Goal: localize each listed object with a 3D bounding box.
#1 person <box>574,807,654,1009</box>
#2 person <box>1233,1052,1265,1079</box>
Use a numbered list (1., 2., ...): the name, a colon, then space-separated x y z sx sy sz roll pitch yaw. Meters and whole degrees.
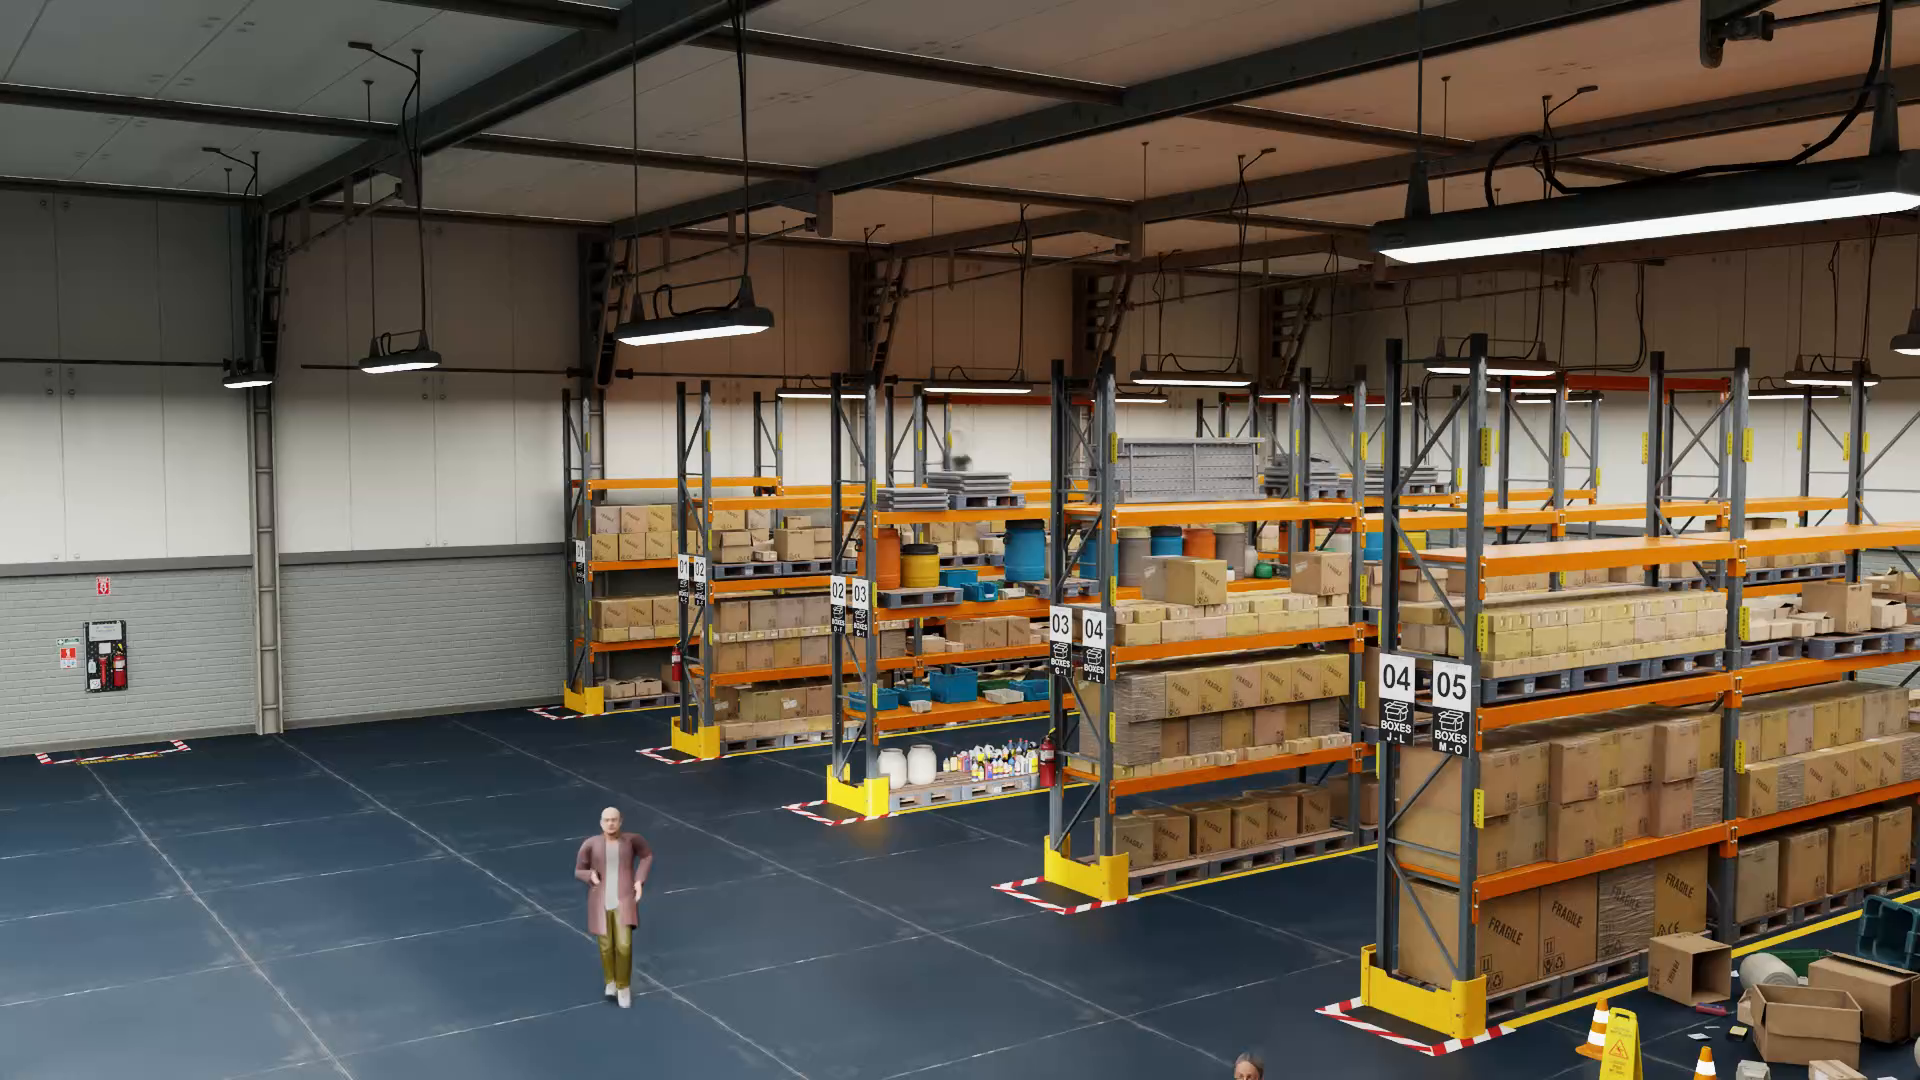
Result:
1. person: -3.128 3.323 15.008 0.688 1.814 0.754 0 4 -7
2. person: 1.686 3.719 9.502 0.575 1.650 0.805 1 4 18
